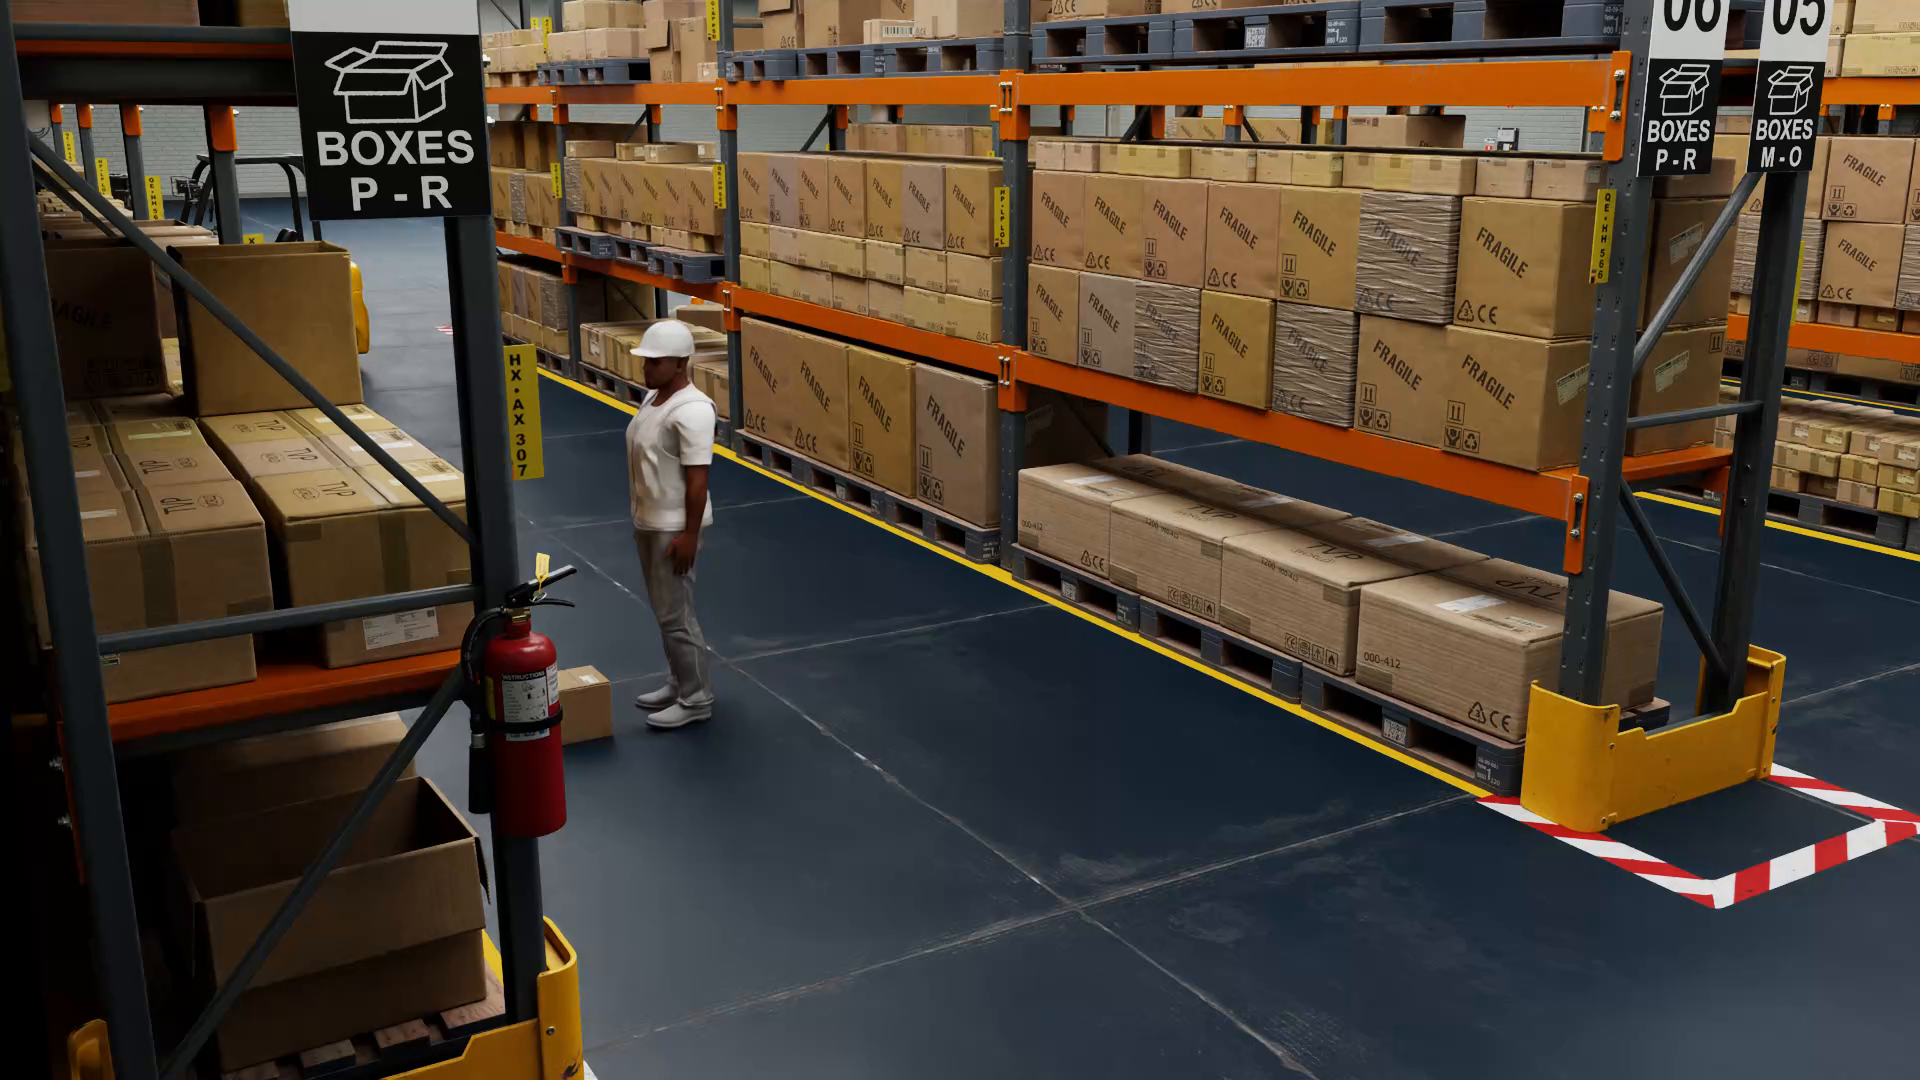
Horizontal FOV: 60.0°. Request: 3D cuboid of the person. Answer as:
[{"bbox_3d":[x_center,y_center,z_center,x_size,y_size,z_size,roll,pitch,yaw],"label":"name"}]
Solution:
[{"bbox_3d":[-1.265,-0.068,7.239,0.376,1.763,0.565,-8,17,-28],"label":"person"}]
